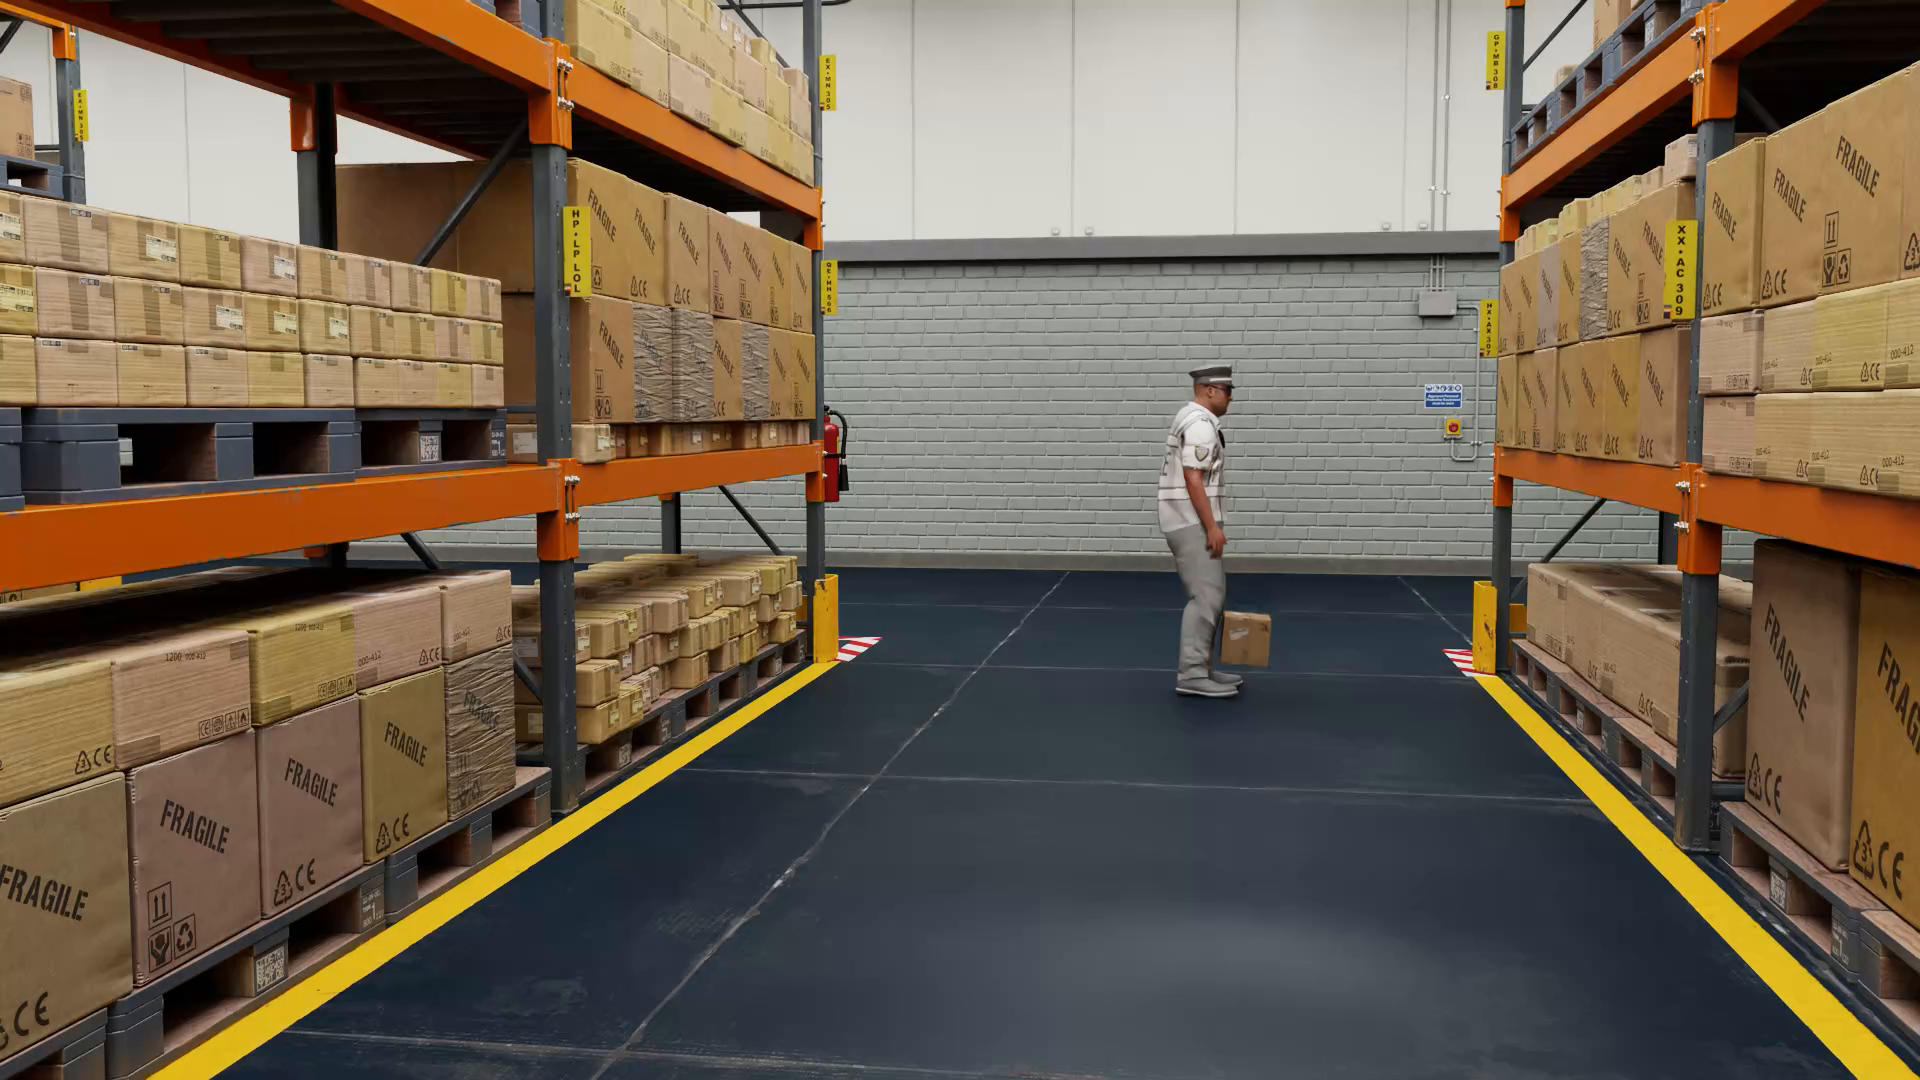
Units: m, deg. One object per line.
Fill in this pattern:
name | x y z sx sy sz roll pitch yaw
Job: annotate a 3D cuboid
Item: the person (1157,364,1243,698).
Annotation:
person | 1.293 -0.065 8.913 0.476 1.749 0.570 1 4 7
